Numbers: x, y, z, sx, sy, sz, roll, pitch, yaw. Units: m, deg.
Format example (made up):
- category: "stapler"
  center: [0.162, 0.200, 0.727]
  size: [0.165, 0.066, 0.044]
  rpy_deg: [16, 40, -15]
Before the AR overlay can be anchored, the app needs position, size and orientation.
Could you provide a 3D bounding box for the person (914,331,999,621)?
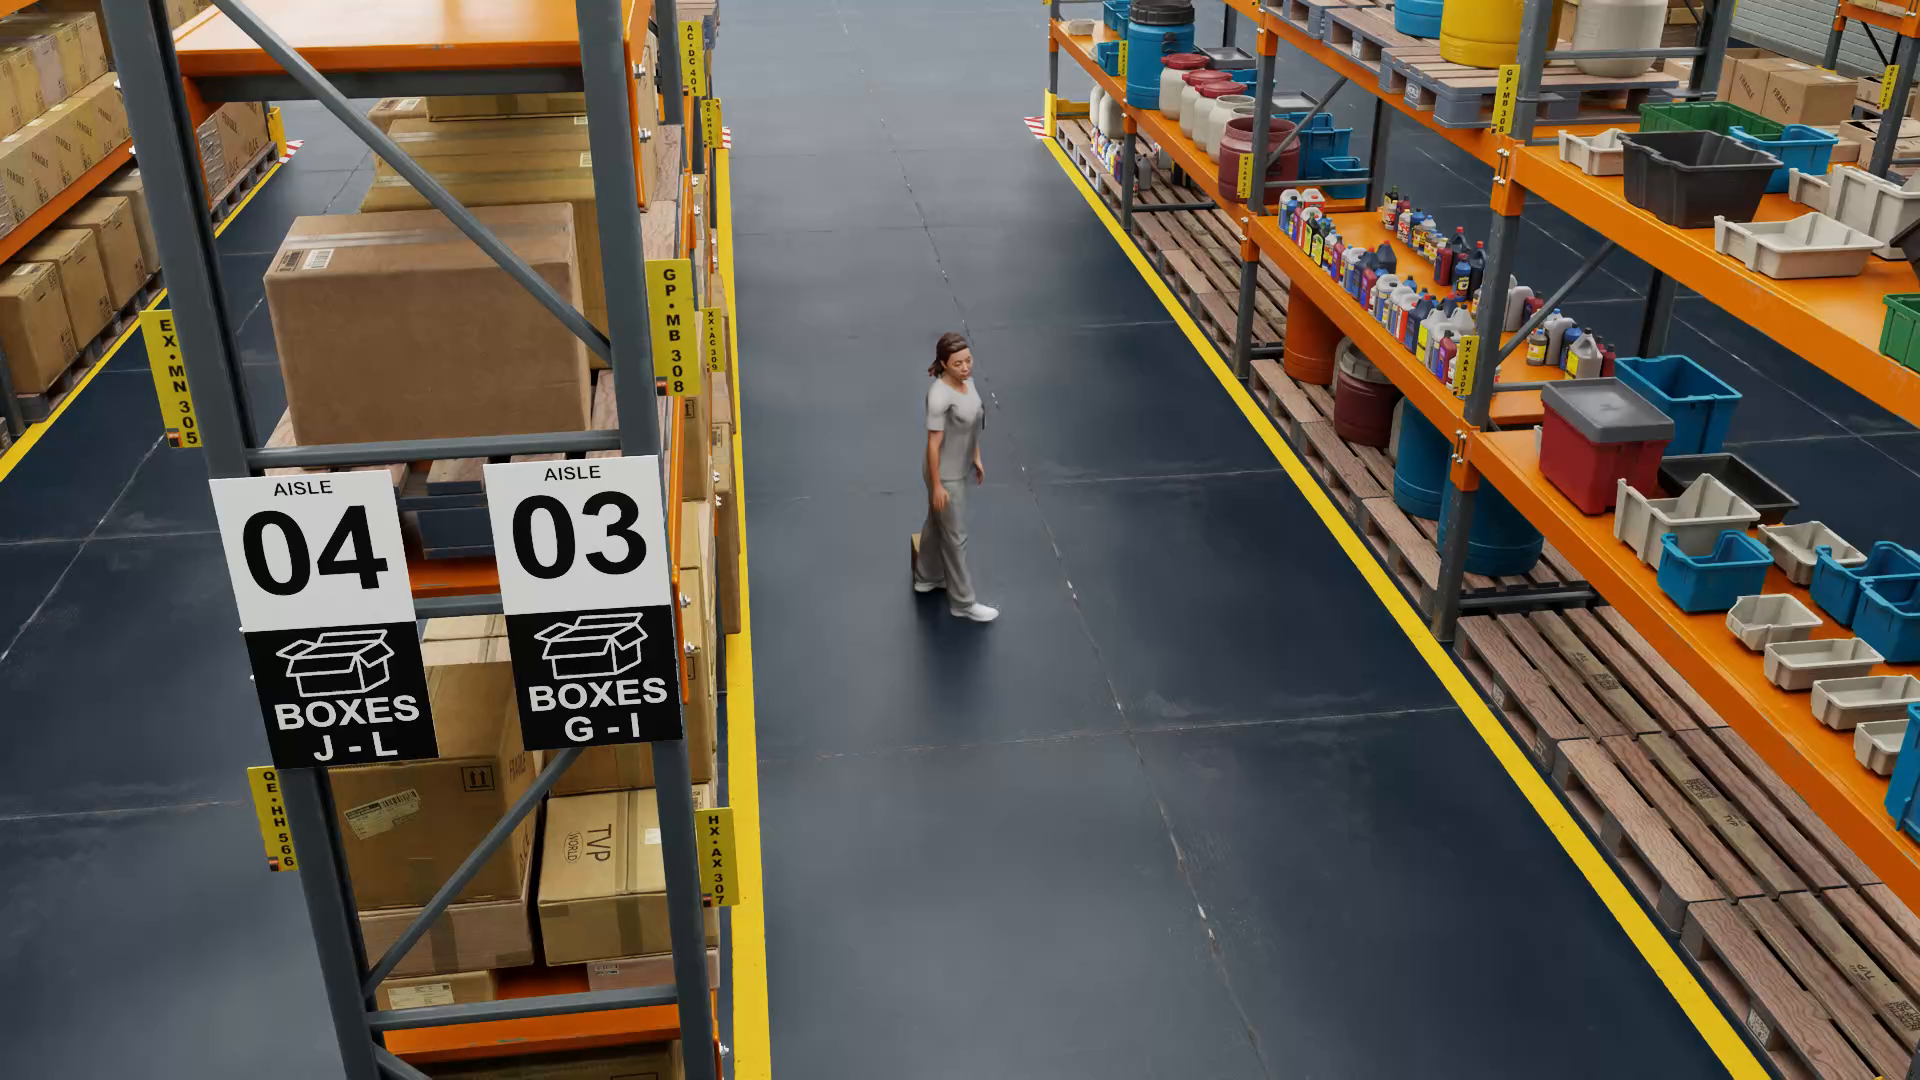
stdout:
- category: "person"
  center: [-0.019, -0.371, 9.295]
  size: [0.593, 1.666, 0.543]
  rpy_deg: [9, 28, 16]
